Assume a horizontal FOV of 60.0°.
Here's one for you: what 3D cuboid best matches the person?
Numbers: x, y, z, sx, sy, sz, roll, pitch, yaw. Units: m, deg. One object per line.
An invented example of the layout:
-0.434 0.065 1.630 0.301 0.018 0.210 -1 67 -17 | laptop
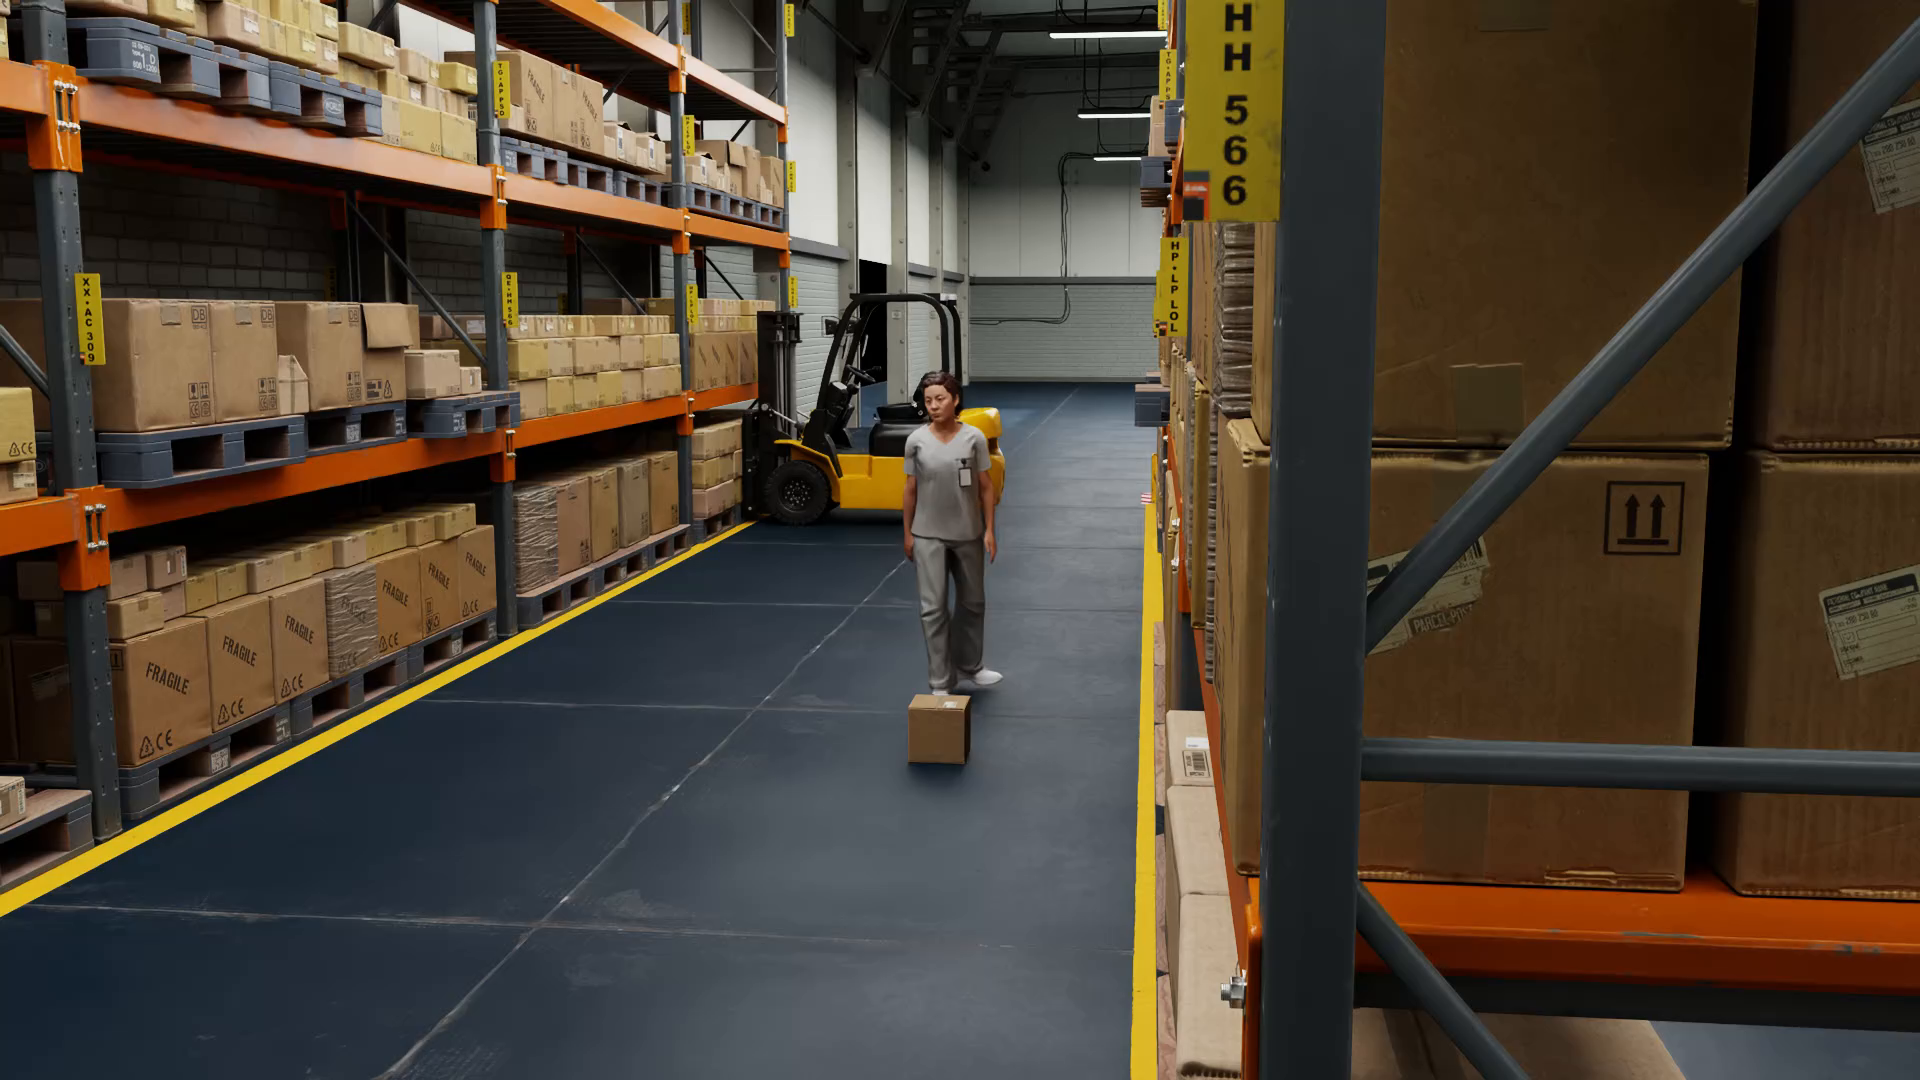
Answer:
-0.026 -0.018 8.431 0.527 1.669 0.600 -1 8 -7 | person
